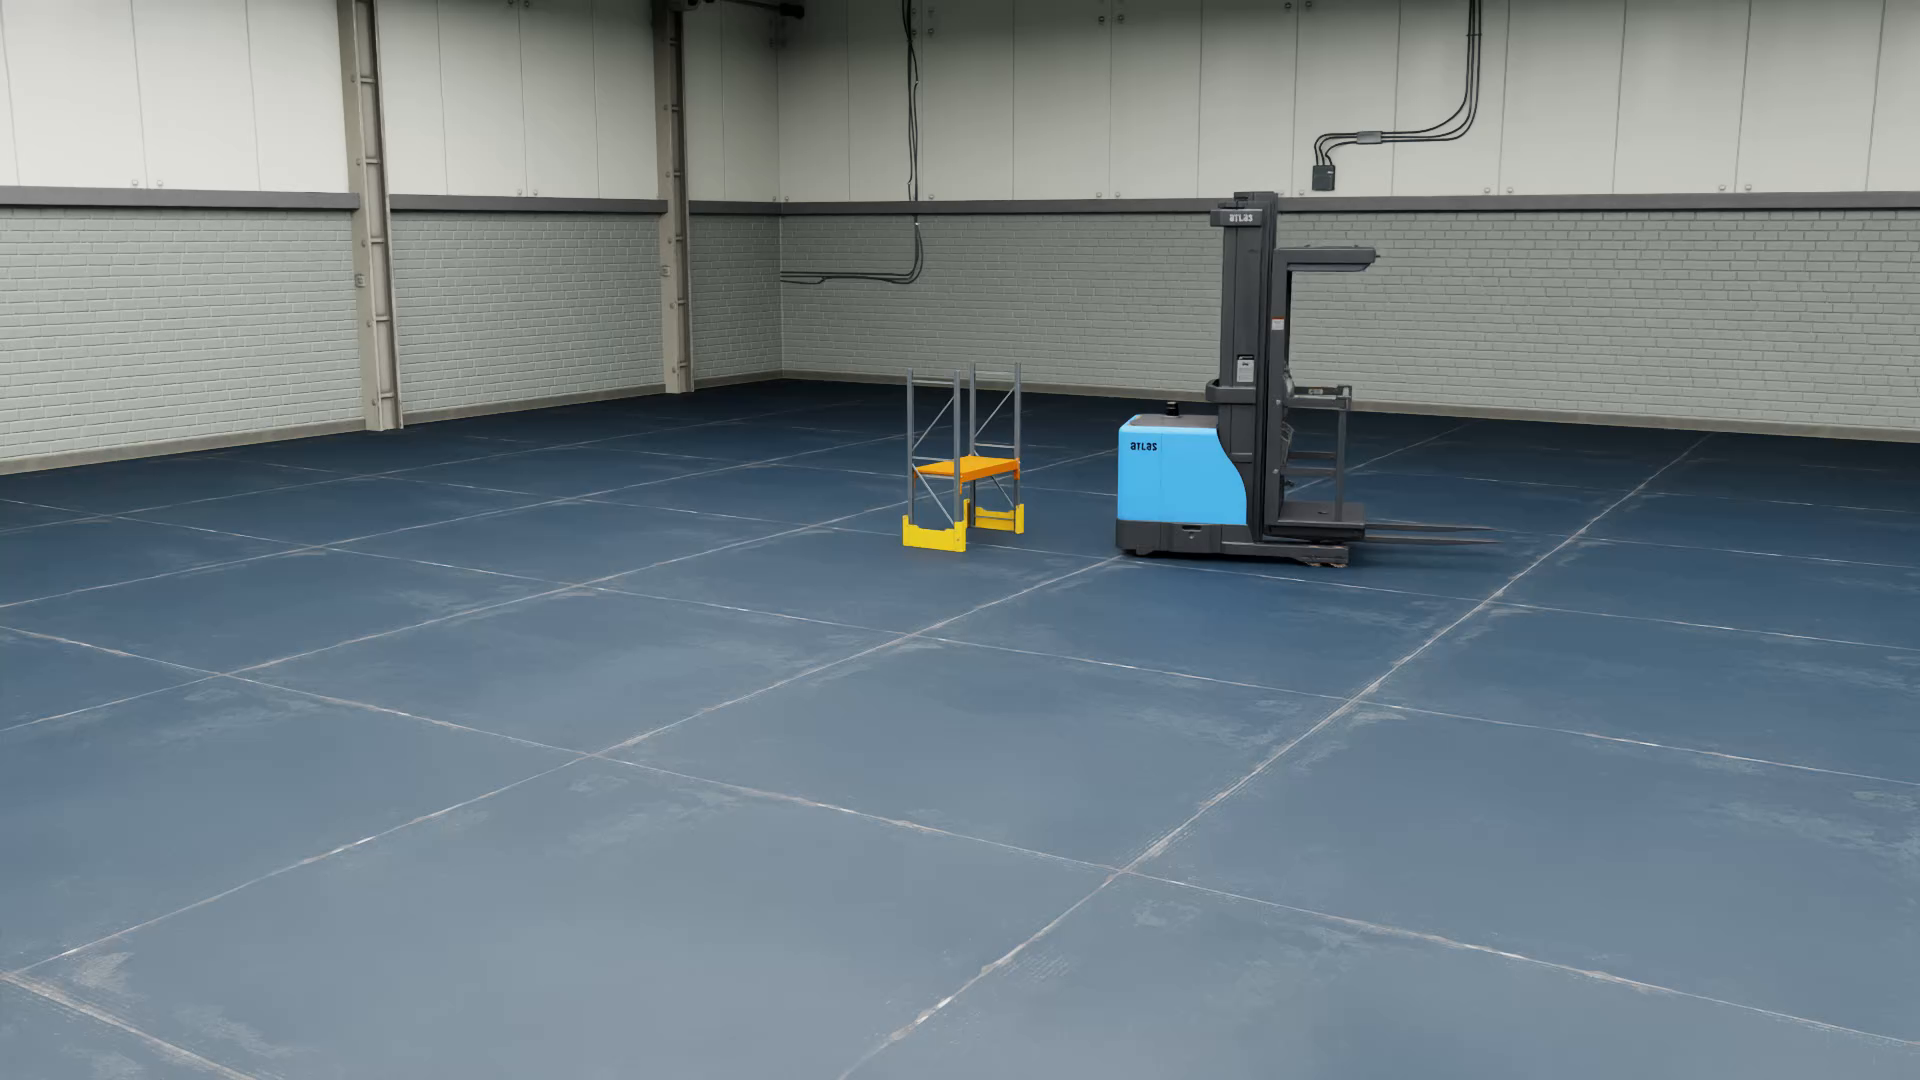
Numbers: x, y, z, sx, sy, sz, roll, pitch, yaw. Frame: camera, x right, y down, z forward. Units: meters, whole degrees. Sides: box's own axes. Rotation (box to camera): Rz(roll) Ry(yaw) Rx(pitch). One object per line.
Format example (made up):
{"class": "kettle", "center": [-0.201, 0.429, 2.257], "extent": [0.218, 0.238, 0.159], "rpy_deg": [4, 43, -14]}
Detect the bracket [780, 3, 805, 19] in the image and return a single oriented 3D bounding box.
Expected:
{"class": "bracket", "center": [-2.872, -9.033, 28.380], "extent": [0.235, 0.232, 0.430], "rpy_deg": [6, 12, 31]}

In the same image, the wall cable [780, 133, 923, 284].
{"class": "wall cable", "center": [-1.962, -5.670, 28.639], "extent": [3.097, 2.526, 0.112], "rpy_deg": [6, 12, 31]}

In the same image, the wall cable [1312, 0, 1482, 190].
{"class": "wall cable", "center": [6.144, -7.958, 23.182], "extent": [2.305, 6.003, 0.169], "rpy_deg": [6, 12, 31]}

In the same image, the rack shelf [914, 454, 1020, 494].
{"class": "rack shelf", "center": [0.044, -0.574, 14.335], "extent": [0.538, 0.185, 1.000], "rpy_deg": [6, 12, 31]}

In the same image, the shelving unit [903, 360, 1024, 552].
{"class": "shelving unit", "center": [0.040, -0.749, 14.295], "extent": [0.587, 1.500, 1.083], "rpy_deg": [6, 12, 31]}

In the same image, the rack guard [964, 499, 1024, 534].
{"class": "rack guard", "center": [0.298, -0.213, 14.828], "extent": [0.587, 0.250, 0.087], "rpy_deg": [6, 12, 31]}

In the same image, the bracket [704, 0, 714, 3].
{"class": "bracket", "center": [-4.102, -8.660, 26.389], "extent": [0.235, 0.232, 0.430], "rpy_deg": [6, 12, 31]}

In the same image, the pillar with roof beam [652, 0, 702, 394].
{"class": "pillar with roof beam", "center": [-0.942, -6.448, 24.356], "extent": [9.100, 9.000, 0.548], "rpy_deg": [6, 12, 31]}

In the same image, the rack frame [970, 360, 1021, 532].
{"class": "rack frame", "center": [0.308, -0.831, 14.729], "extent": [0.500, 1.500, 0.032], "rpy_deg": [6, 12, 31]}

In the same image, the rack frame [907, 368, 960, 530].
{"class": "rack frame", "center": [-0.220, -0.671, 13.875], "extent": [0.500, 1.500, 0.032], "rpy_deg": [6, 12, 31]}

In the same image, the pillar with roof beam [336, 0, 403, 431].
{"class": "pillar with roof beam", "center": [-4.057, -5.504, 19.316], "extent": [9.100, 9.000, 0.400], "rpy_deg": [6, 12, 31]}

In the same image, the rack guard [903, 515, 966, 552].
{"class": "rack guard", "center": [-0.219, -0.057, 13.991], "extent": [0.587, 0.250, 0.087], "rpy_deg": [6, 12, 31]}

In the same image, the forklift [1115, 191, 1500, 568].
{"class": "forklift", "center": [2.850, -1.329, 13.504], "extent": [3.031, 2.935, 1.130], "rpy_deg": [2, 11, 13]}

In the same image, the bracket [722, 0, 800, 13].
{"class": "bracket", "center": [-3.179, -8.940, 27.884], "extent": [0.076, 0.066, 3.189], "rpy_deg": [6, 12, 31]}

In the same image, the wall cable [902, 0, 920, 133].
{"class": "wall cable", "center": [0.350, -7.894, 26.794], "extent": [3.097, 2.526, 0.112], "rpy_deg": [6, 12, 31]}
